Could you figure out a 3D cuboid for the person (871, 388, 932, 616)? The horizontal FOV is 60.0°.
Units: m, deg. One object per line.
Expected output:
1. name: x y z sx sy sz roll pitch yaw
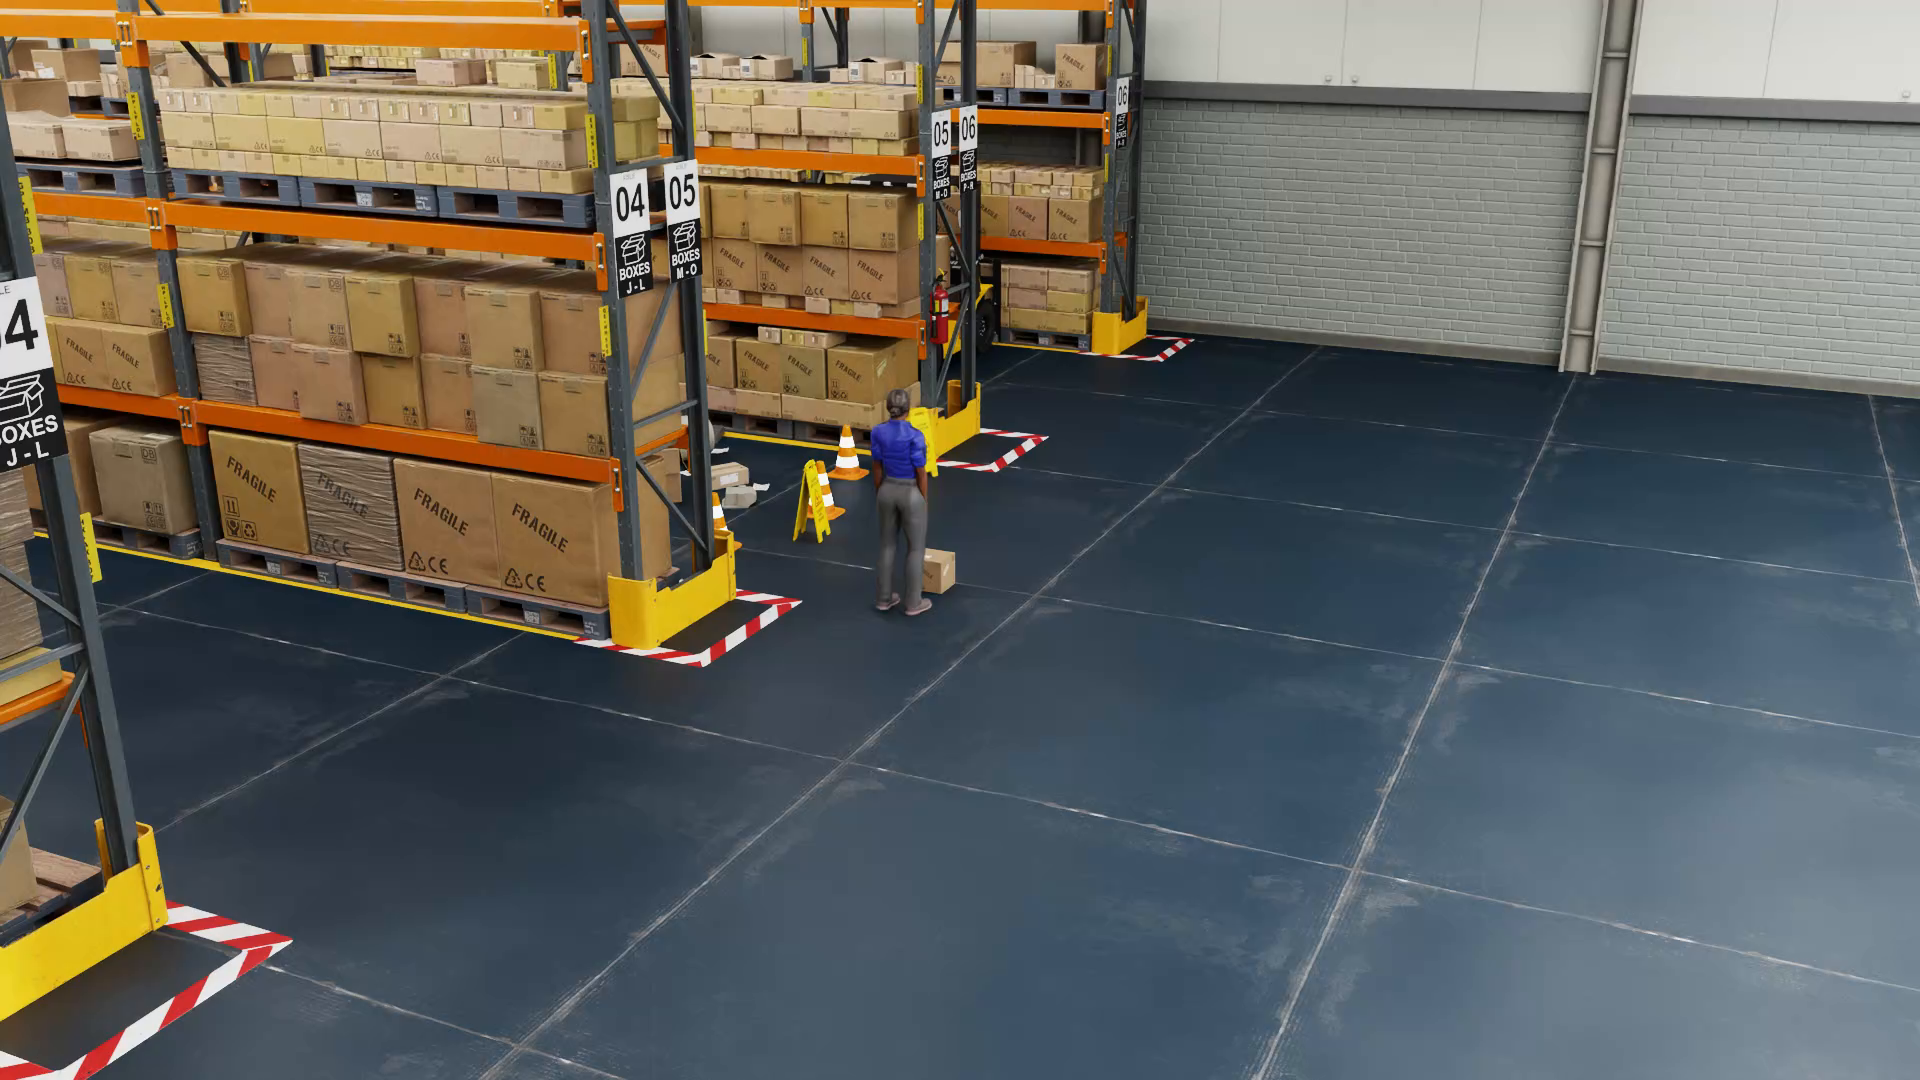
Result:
1. person: -0.423 -0.281 11.887 0.436 1.657 0.304 9 21 24
